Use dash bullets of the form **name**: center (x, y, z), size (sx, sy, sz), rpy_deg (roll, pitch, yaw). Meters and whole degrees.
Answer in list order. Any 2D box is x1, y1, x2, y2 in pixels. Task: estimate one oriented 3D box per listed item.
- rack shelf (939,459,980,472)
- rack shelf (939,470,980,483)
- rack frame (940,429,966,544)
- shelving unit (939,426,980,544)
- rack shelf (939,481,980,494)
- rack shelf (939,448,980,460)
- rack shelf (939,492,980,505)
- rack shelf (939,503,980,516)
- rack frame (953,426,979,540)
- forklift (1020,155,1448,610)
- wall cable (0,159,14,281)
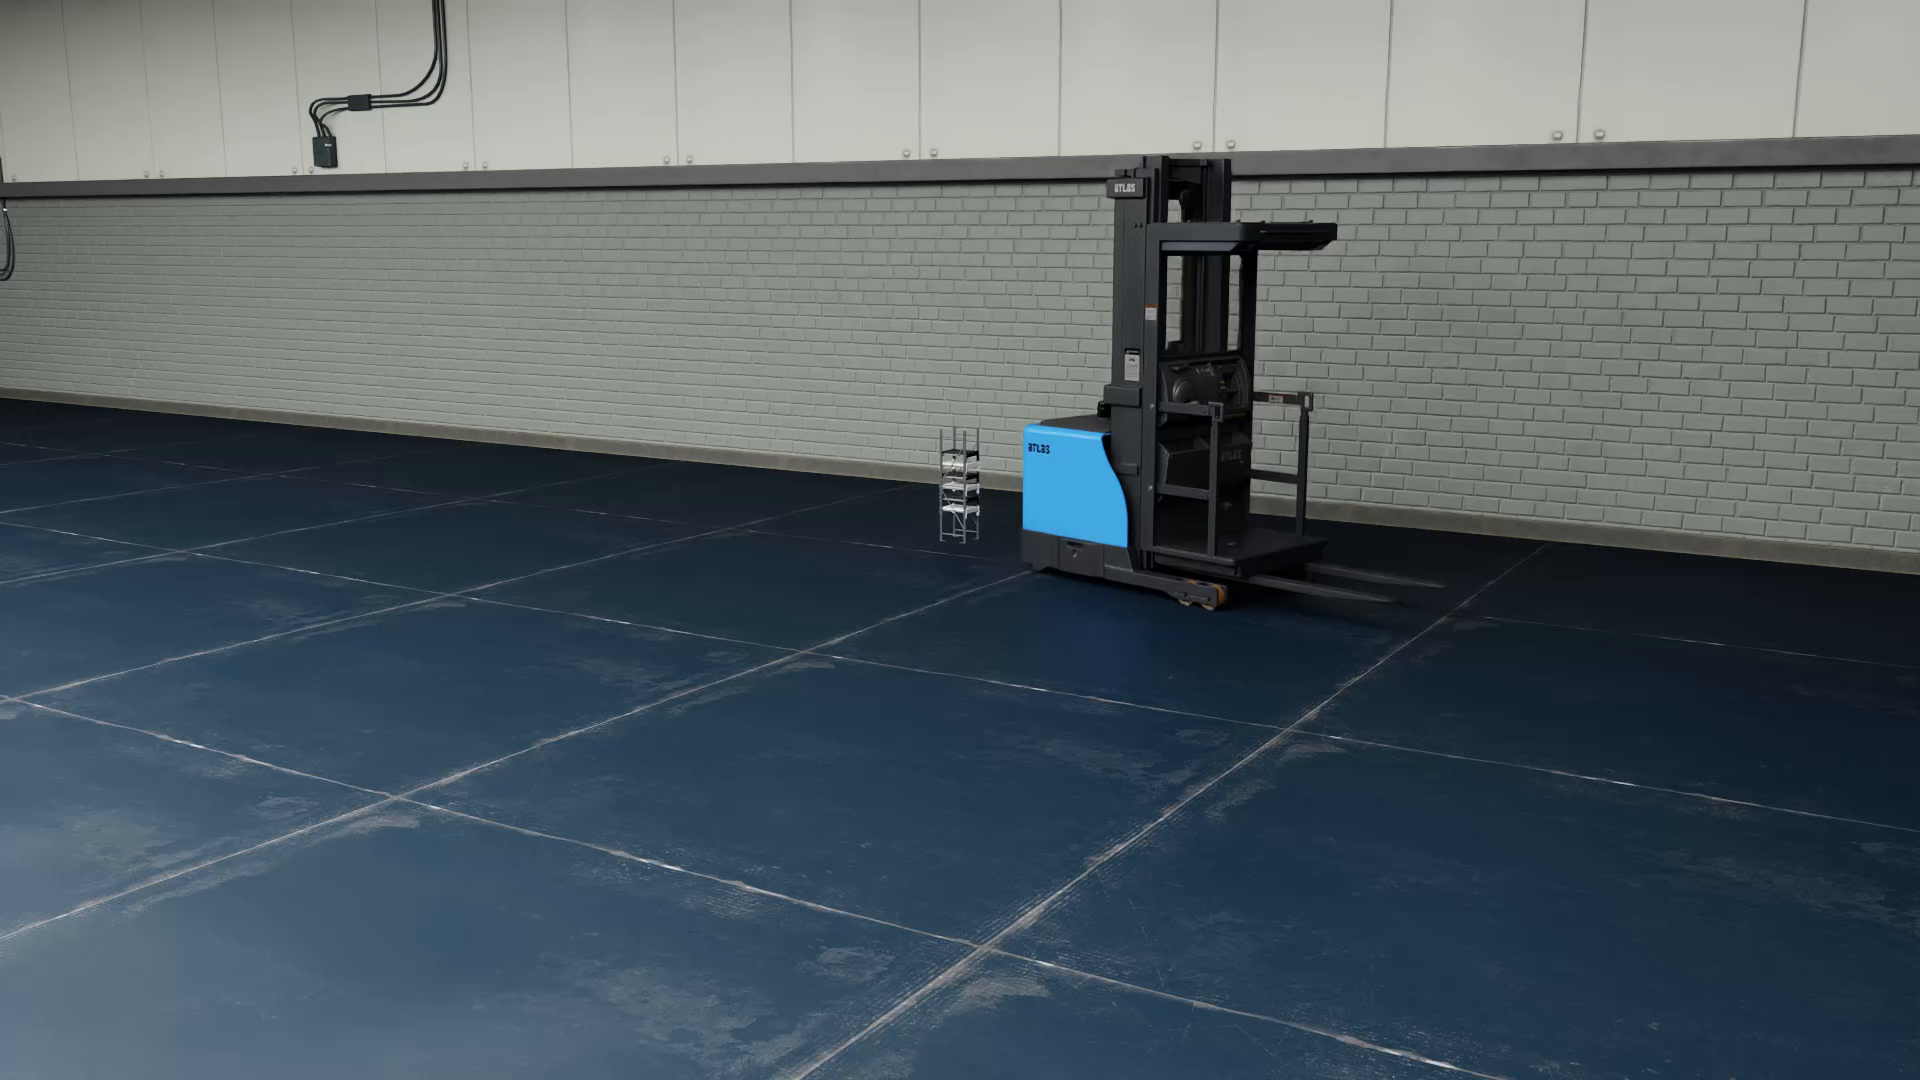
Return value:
- **rack shelf**: center (-0.004, -0.585, 13.252), size (0.258, 0.077, 0.200), rpy_deg (6, 12, 31)
- **rack shelf**: center (-0.004, -0.497, 13.269), size (0.258, 0.077, 0.200), rpy_deg (6, 12, 31)
- **rack frame**: center (-0.057, -0.425, 13.194), size (0.240, 0.900, 0.006), rpy_deg (6, 12, 31)
- **shelving unit**: center (-0.004, -0.441, 13.279), size (0.258, 0.900, 0.210), rpy_deg (6, 12, 31)
- **rack shelf**: center (-0.004, -0.408, 13.285), size (0.258, 0.077, 0.200), rpy_deg (6, 12, 31)
- **rack shelf**: center (-0.004, -0.674, 13.236), size (0.258, 0.077, 0.200), rpy_deg (6, 12, 31)
- **rack shelf**: center (-0.004, -0.320, 13.302), size (0.258, 0.077, 0.200), rpy_deg (6, 12, 31)
- **rack shelf**: center (-0.004, -0.231, 13.318), size (0.258, 0.077, 0.200), rpy_deg (6, 12, 31)
- **rack frame**: center (0.049, -0.457, 13.364), size (0.240, 0.900, 0.006), rpy_deg (6, 12, 31)
- **forklift**: center (1.825, -1.088, 11.214), size (1.130, 2.935, 3.031), rpy_deg (-10, 15, -43)
- **wall cable**: center (-14.930, -5.082, 24.497), size (3.097, 2.526, 0.112), rpy_deg (6, 12, 31)
